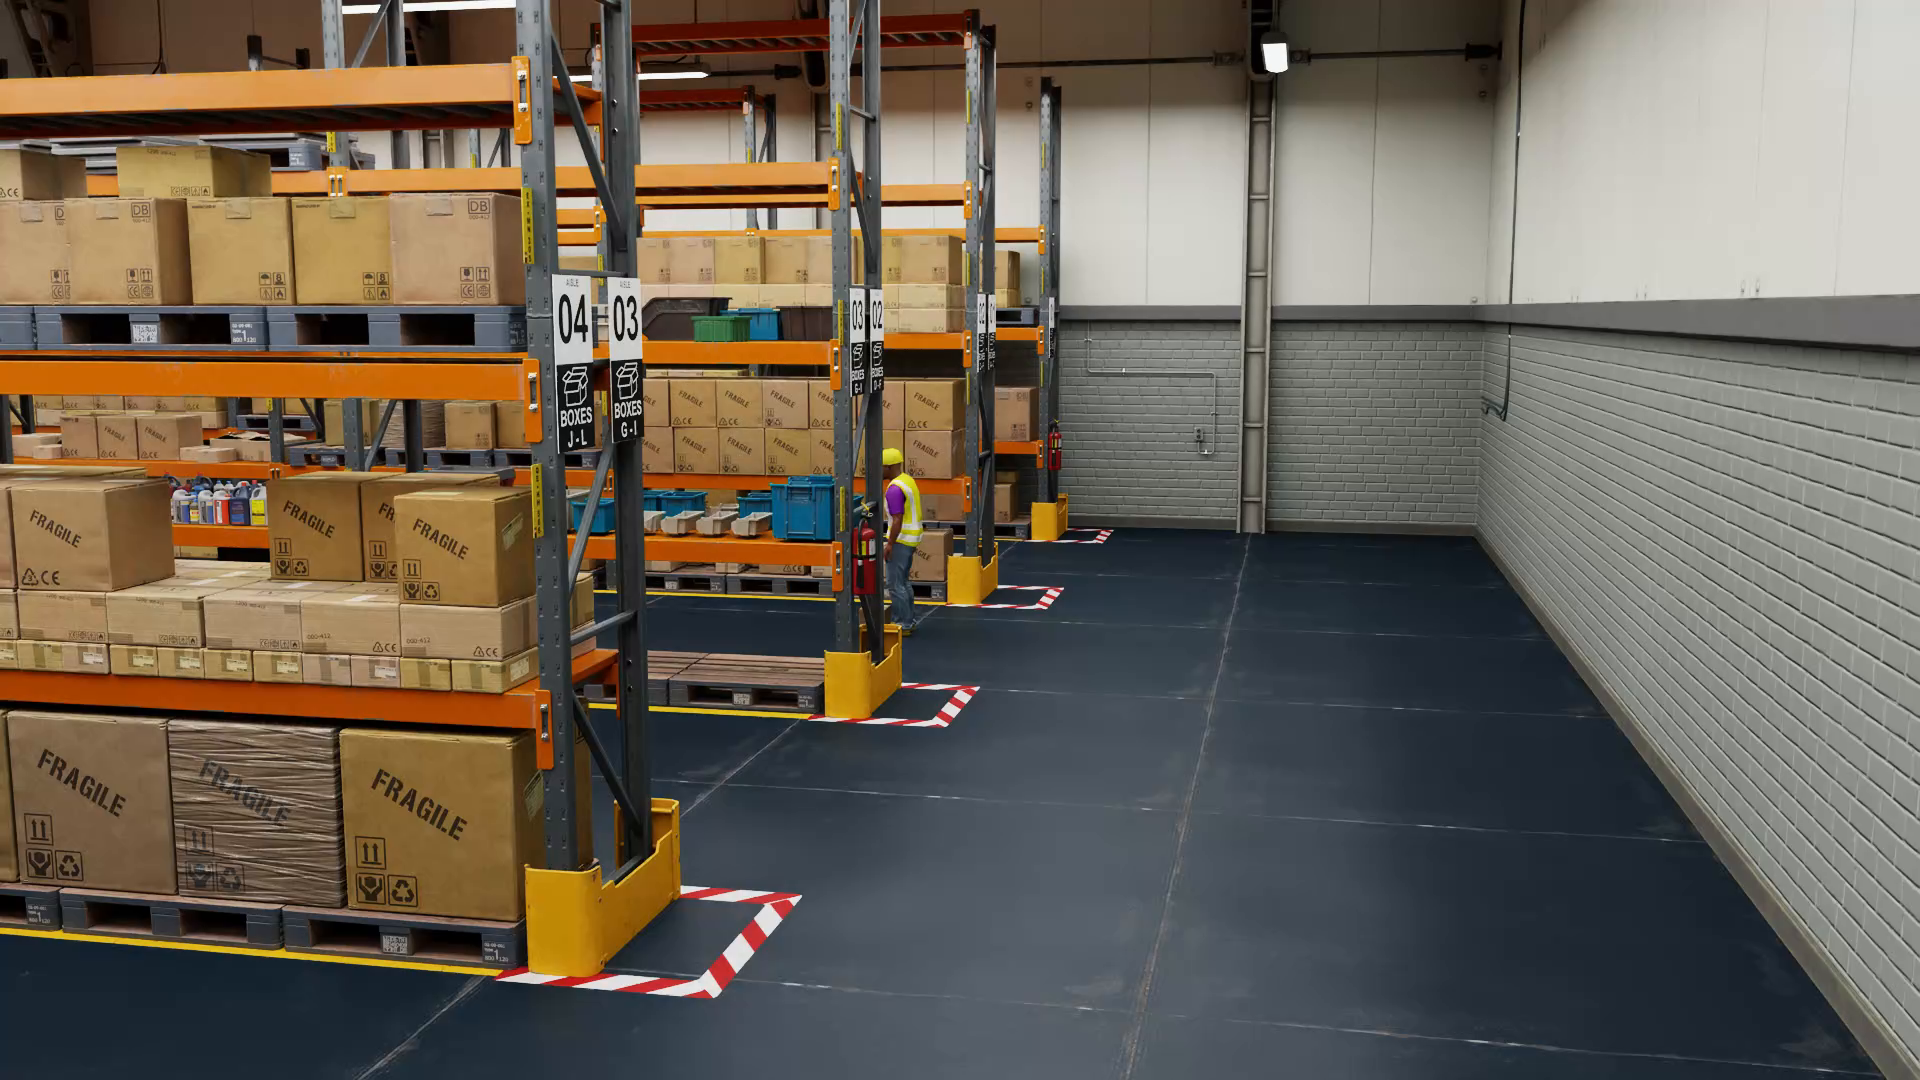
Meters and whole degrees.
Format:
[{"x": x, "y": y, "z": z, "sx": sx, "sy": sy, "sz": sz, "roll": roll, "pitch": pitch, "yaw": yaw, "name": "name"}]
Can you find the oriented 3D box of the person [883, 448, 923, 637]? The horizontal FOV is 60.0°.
[{"x": -0.583, "y": 0.015, "z": 15.633, "sx": 0.458, "sy": 1.761, "sz": 0.626, "roll": 2, "pitch": 8, "yaw": 11, "name": "person"}]
